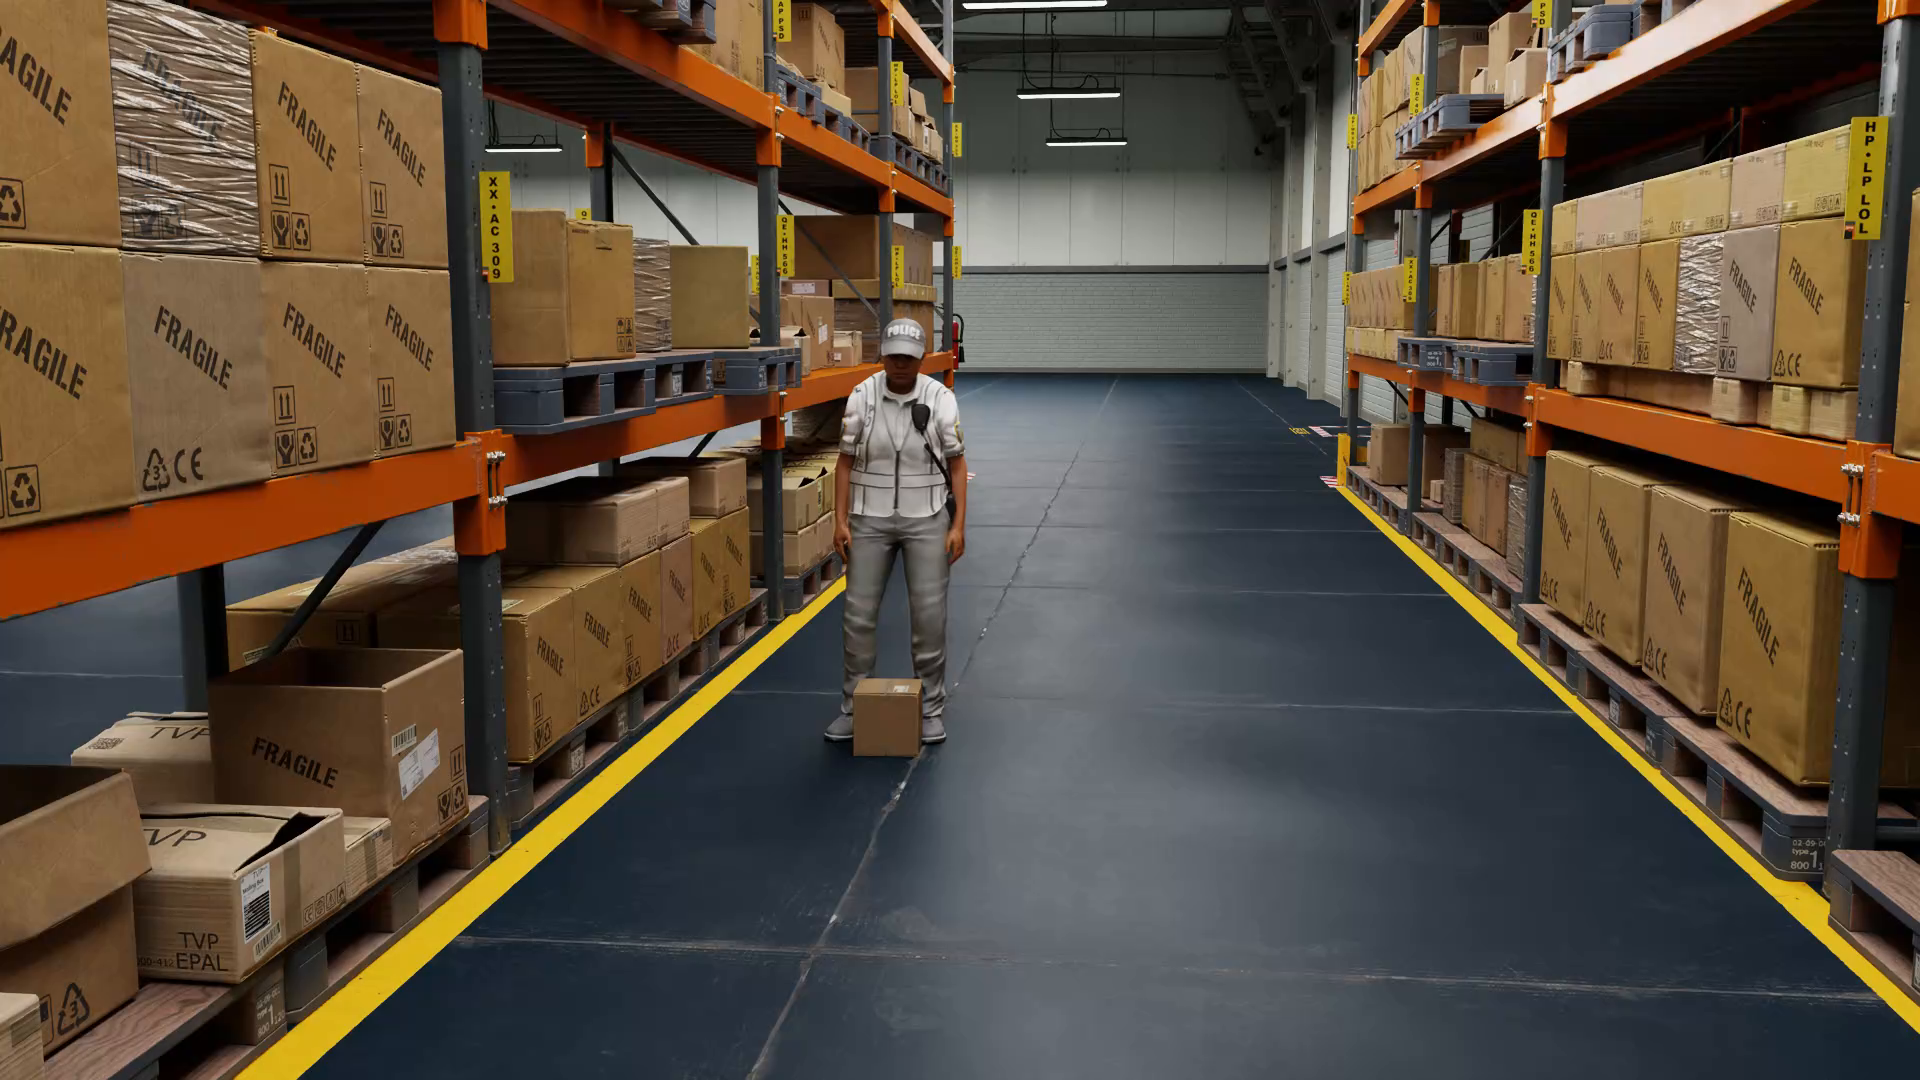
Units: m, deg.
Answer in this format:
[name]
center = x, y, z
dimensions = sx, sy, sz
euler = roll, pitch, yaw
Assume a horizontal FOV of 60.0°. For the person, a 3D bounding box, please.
[person]
center = -0.254, -0.042, 6.585
dimensions = 0.561, 1.665, 0.471
euler = 1, 8, 4
